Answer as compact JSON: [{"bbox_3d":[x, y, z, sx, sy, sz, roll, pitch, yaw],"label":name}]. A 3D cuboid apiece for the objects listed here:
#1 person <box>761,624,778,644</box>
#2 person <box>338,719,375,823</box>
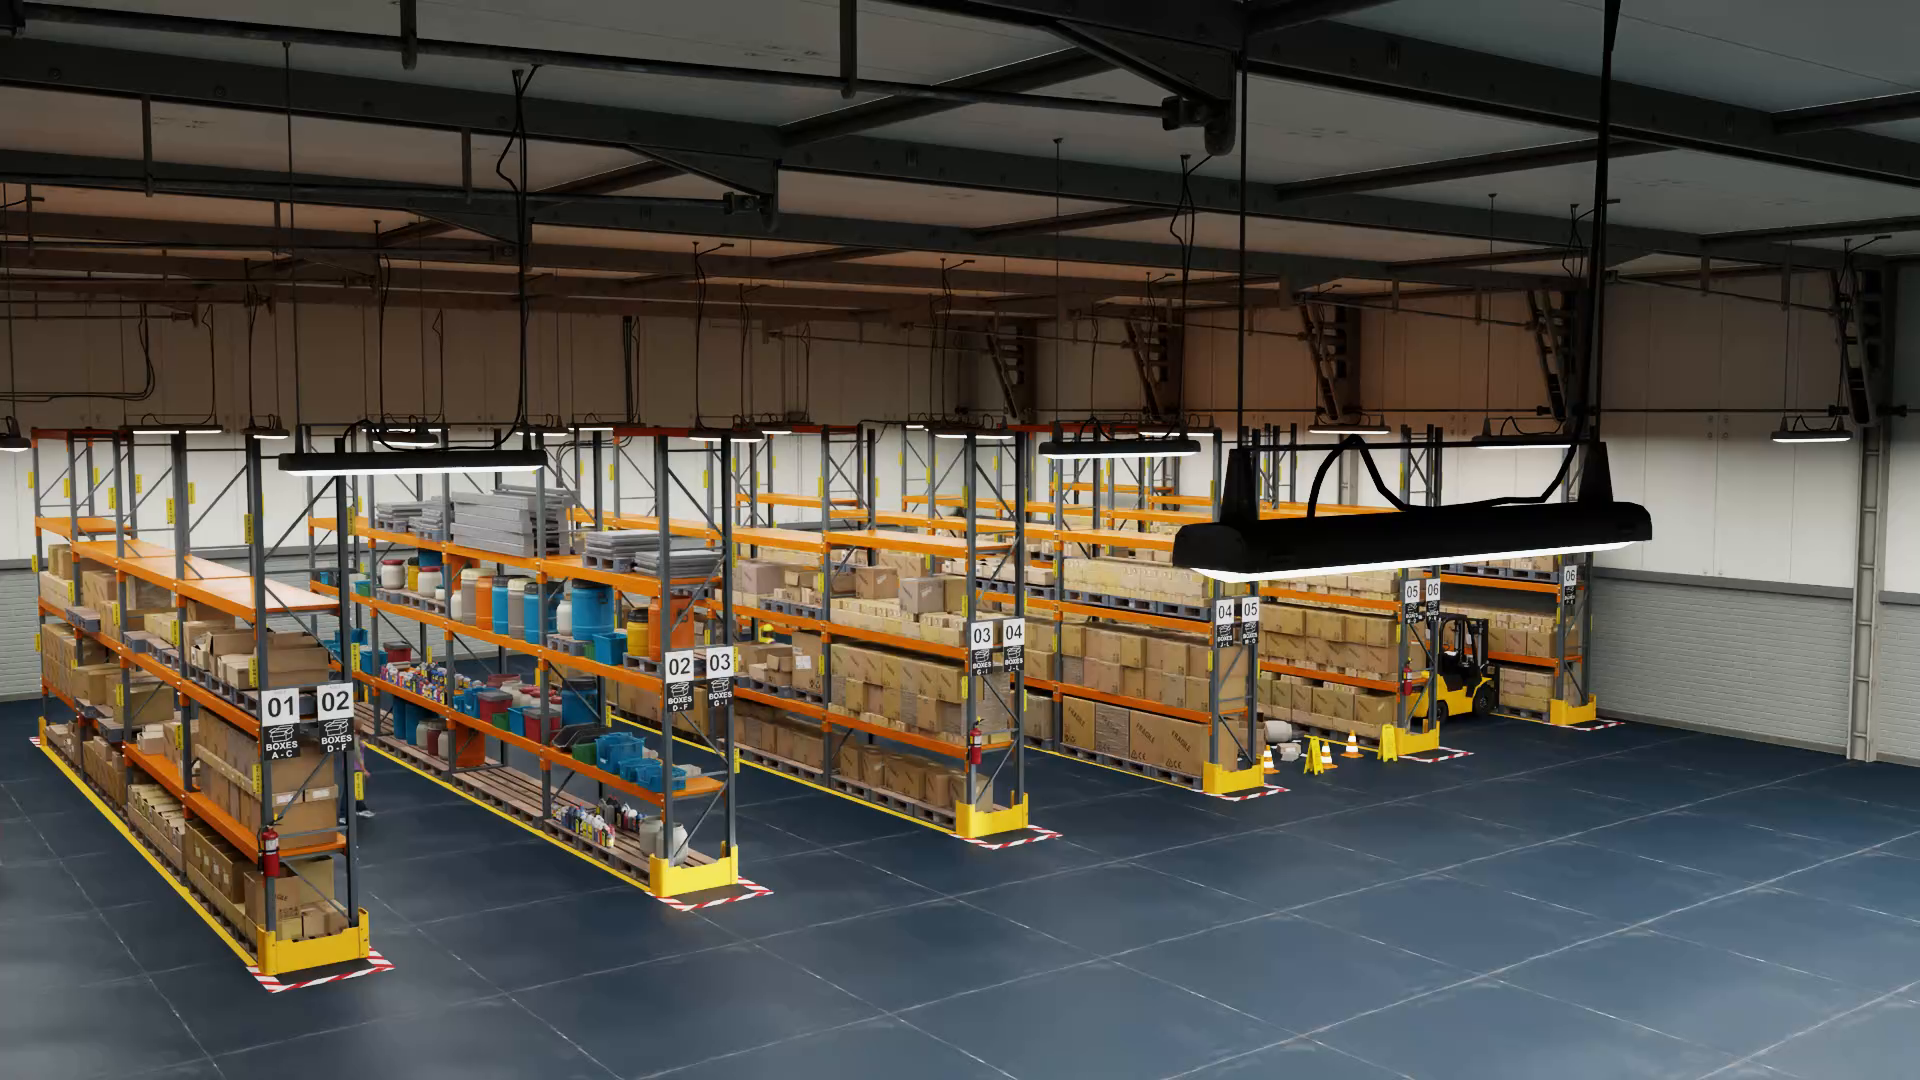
[{"bbox_3d":[-3.954,2.681,35.435,0.626,1.797,0.593,-1,5,-10],"label":"person"},{"bbox_3d":[-9.294,3.532,25.567,0.543,1.607,0.558,-2,5,-21],"label":"person"}]
